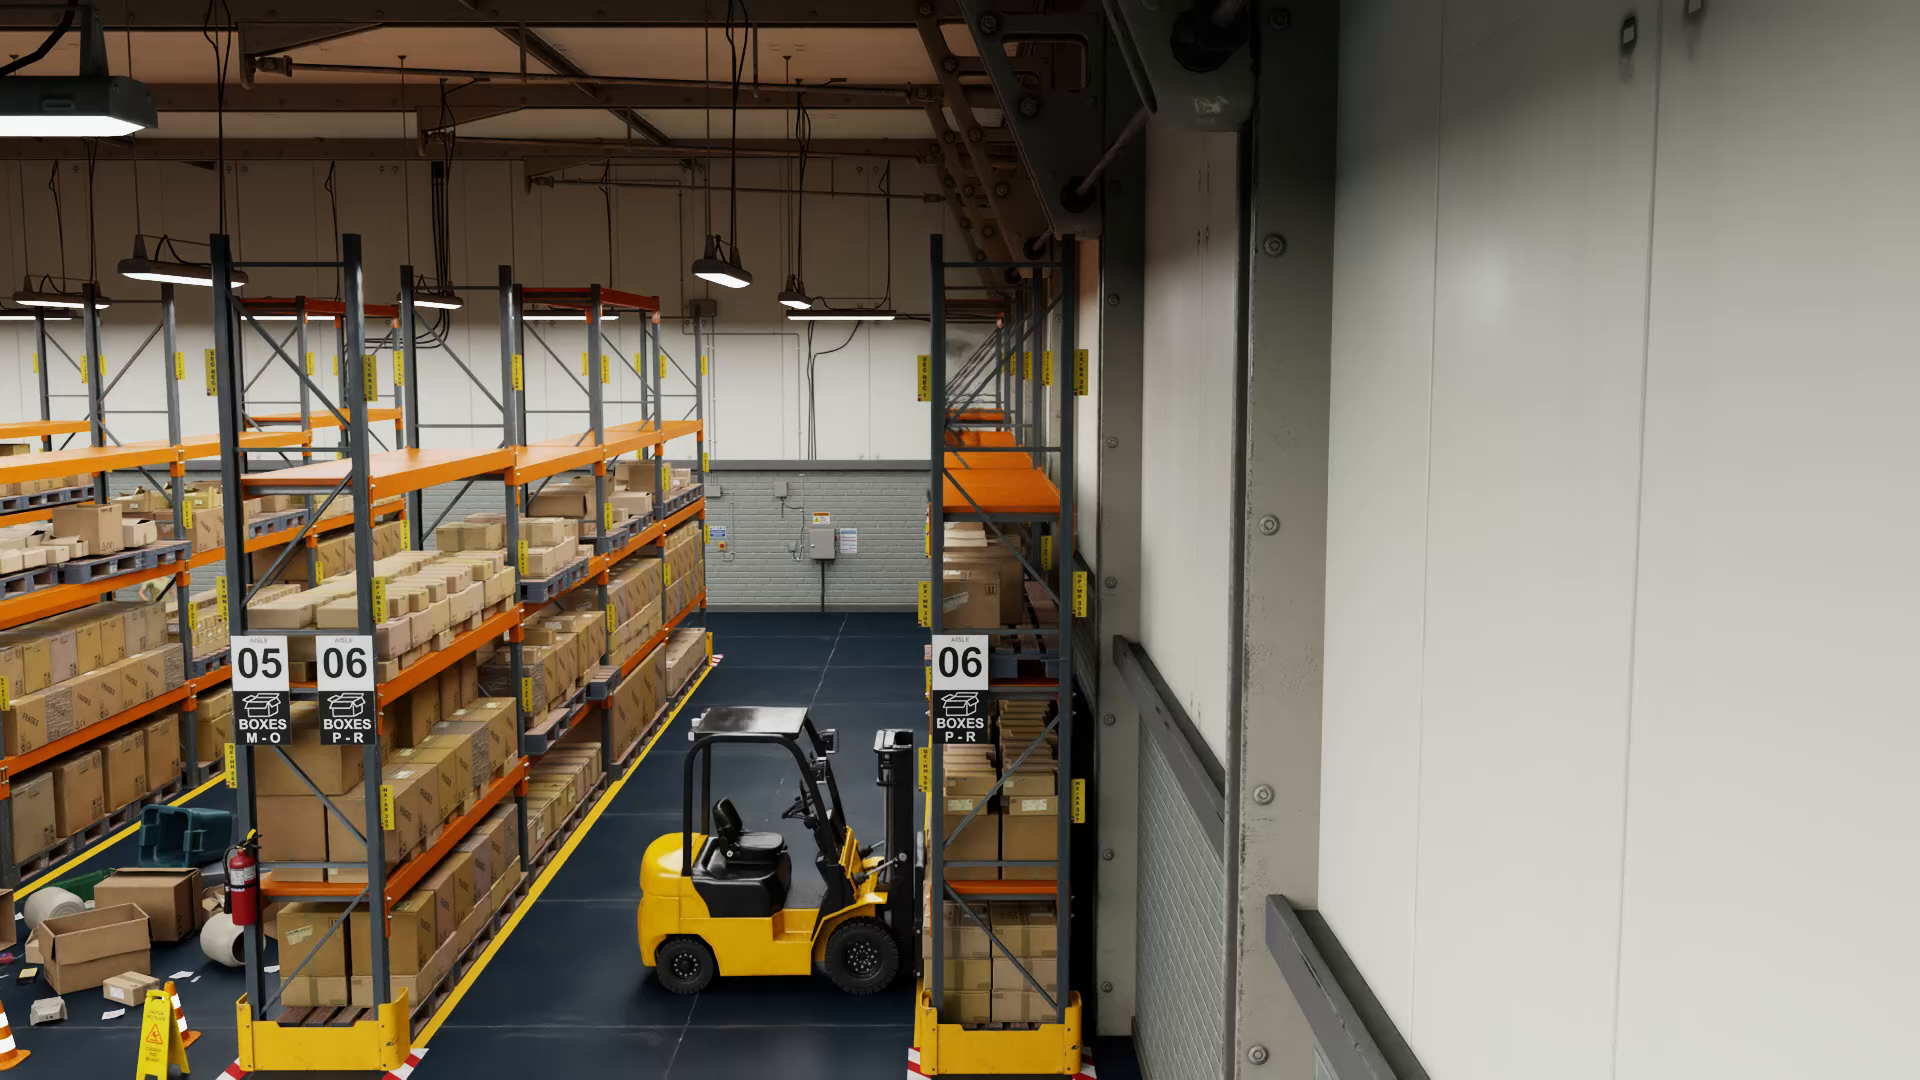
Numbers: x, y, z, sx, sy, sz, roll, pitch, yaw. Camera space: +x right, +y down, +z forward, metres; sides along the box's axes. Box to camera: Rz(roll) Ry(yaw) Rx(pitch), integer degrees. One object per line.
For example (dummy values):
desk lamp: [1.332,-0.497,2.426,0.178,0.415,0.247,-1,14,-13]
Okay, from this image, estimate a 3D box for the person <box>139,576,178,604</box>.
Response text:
person: [-13.711,1.194,28.607,0.468,1.636,0.643,3,7,26]
